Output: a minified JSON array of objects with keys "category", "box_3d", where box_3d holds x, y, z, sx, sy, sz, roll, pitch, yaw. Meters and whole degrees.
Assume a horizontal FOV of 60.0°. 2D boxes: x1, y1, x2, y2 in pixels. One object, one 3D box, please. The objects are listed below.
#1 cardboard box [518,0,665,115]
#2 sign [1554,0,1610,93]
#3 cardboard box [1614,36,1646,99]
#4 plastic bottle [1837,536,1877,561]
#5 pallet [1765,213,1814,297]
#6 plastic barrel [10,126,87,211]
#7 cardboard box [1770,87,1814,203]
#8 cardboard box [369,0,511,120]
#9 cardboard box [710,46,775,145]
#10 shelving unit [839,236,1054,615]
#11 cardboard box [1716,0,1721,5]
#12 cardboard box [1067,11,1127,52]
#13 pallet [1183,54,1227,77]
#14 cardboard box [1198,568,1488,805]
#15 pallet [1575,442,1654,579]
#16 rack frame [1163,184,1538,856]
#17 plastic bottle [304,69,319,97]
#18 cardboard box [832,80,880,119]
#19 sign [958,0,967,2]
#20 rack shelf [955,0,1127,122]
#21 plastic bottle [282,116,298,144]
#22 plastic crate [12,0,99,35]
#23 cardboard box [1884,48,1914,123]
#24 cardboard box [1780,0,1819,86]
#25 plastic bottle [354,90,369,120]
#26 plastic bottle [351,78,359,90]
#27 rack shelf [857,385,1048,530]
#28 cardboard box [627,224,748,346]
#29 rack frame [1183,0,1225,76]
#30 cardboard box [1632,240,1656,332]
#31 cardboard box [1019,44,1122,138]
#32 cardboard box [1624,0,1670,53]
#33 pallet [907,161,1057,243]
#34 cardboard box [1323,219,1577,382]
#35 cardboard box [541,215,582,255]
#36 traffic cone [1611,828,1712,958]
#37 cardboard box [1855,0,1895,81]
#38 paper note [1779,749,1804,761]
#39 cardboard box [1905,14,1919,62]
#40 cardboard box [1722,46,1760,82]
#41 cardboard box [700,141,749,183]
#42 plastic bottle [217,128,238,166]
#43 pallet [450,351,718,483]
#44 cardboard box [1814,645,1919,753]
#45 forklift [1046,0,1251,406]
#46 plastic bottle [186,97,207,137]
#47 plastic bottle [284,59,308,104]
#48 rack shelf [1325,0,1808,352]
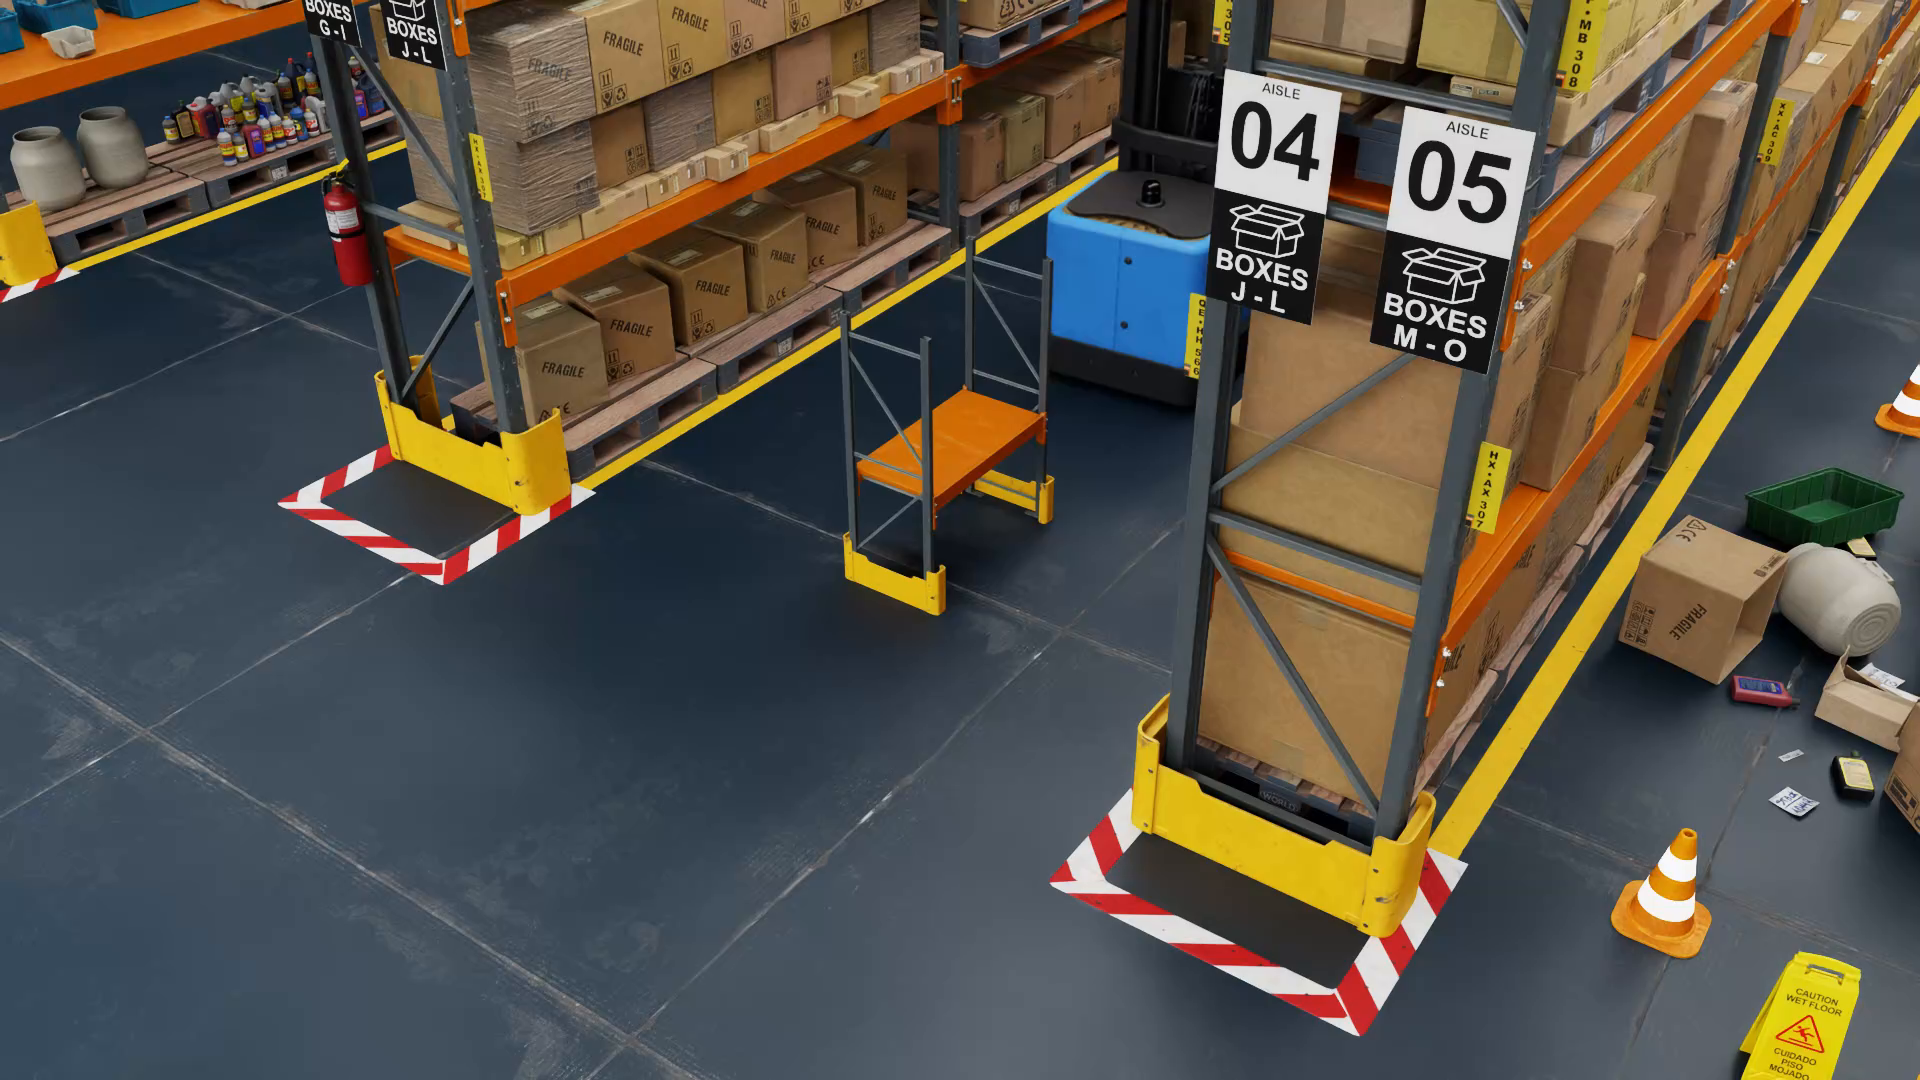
[{"category":"cardboard box","box_3d":[-1.902,-2.562,8.613,0.500,0.500,0.500,21,39,28]},{"category":"sign","box_3d":[1.739,-1.415,4.637,0.100,0.325,0.005,21,39,28]},{"category":"cardboard box","box_3d":[2.034,-1.600,5.521,0.380,0.149,0.250,21,40,28]},{"category":"plastic bottle","box_3d":[4.650,0.028,8.655,0.133,0.061,0.283,3,34,4]},{"category":"pallet","box_3d":[5.337,-2.146,11.735,1.003,0.211,1.213,21,39,28]},{"category":"plastic barrel","box_3d":[-6.487,-2.641,11.824,0.421,0.512,0.421,0,34,0]},{"category":"cardboard box","box_3d":[4.376,-2.229,9.279,0.500,0.500,0.500,22,40,29]},{"category":"cardboard box","box_3d":[-2.620,-2.500,8.521,0.500,0.500,0.500,21,39,28]},{"category":"cardboard box","box_3d":[-1.592,-2.709,9.723,0.875,0.500,0.500,21,39,28]},{"category":"shelving unit","box_3d":[-0.043,-0.586,8.278,0.587,1.500,1.083,21,39,28]},{"category":"cardboard box","box_3d":[2.753,-2.180,6.379,0.380,0.149,0.250,21,39,28]},{"category":"cardboard box","box_3d":[1.180,-4.163,13.397,0.500,0.250,0.500,26,42,33]},{"category":"pallet","box_3d":[2.343,-4.454,15.148,1.003,0.211,1.213,21,39,28]},{"category":"cardboard box","box_3d":[1.619,0.415,6.980,0.875,0.875,0.875,21,40,28]},{"category":"pallet","box_3d":[3.070,-0.319,9.033,1.003,0.211,1.213,21,39,28]},{"category":"rack frame","box_3d":[1.287,0.042,6.010,1.000,3.000,0.127,21,39,28]},{"category":"plastic bottle","box_3d":[-5.303,-3.719,13.615,0.097,0.271,0.097,0,34,0]},{"category":"cardboard box","box_3d":[-0.724,-2.774,10.399,0.380,0.149,0.250,21,39,28]},{"category":"sign","box_3d":[0.001,-3.618,10.650,0.100,0.325,0.005,21,39,28]},{"category":"rack shelf","box_3d":[0.691,-4.052,12.706,1.077,0.370,4.000,21,39,28]},{"category":"plastic bottle","box_3d":[-5.201,-3.178,12.877,0.097,0.201,0.097,0,34,0]},{"category":"plastic crate","box_3d":[-6.385,-3.732,11.724,0.499,0.251,0.408,21,39,28]},{"category":"cardboard box","box_3d":[7.325,-3.727,13.440,0.500,0.500,0.500,20,39,27]},{"category":"cardboard box","box_3d":[4.426,-2.955,9.460,0.700,0.500,0.500,22,40,29]},{"category":"plastic bottle","box_3d":[-4.817,-3.504,13.285,0.061,0.283,0.133,24,41,31]},{"category":"plastic bottle","box_3d":[-4.894,-3.625,13.471,0.152,0.276,0.135,21,39,28]},{"category":"rack shelf","box_3d":[-0.049,-0.433,8.373,0.538,0.185,1.000,21,39,28]},{"category":"cardboard box","box_3d":[-1.675,-1.577,10.261,0.500,0.500,0.500,25,42,32]},{"category":"rack frame","box_3d":[1.831,-5.270,13.866,1.000,3.000,0.127,21,39,28]},{"category":"cardboard box","box_3d":[2.667,-1.216,7.737,0.875,0.550,0.550,21,39,28]},{"category":"cardboard box","box_3d":[0.842,-3.580,13.205,0.700,0.500,0.500,25,41,32]},{"category":"cardboard box","box_3d":[2.061,-1.851,5.536,0.500,0.250,0.500,21,39,28]},{"category":"pallet","box_3d":[-0.007,-2.633,12.455,1.003,0.211,1.213,21,39,28]},{"category":"cardboard box","box_3d":[1.768,-0.908,6.318,0.875,0.550,0.550,21,39,28]},{"category":"cardboard box","box_3d":[-2.214,-1.649,8.734,0.380,0.149,0.250,21,39,28]},{"category":"traffic cone","box_3d":[2.756,1.302,6.412,0.336,0.463,0.334,21,39,28]},{"category":"cardboard box","box_3d":[5.812,-3.388,10.993,0.500,0.500,0.500,21,39,28]},{"category":"paper note","box_3d":[3.667,0.951,7.335,0.123,0.001,0.032,-15,37,-21]},{"category":"cardboard box","box_3d":[7.318,-4.026,13.213,0.500,0.250,0.500,19,39,26]},{"category":"cardboard box","box_3d":[3.329,-2.149,8.153,0.875,0.550,0.550,21,39,28]},{"category":"cardboard box","box_3d":[-1.437,-2.199,9.548,0.380,0.149,0.250,21,39,28]},{"category":"plastic bottle","box_3d":[-5.509,-2.958,12.489,0.097,0.271,0.097,0,34,0]},{"category":"pallet","box_3d":[-2.195,-0.831,9.791,1.003,0.211,1.213,21,39,28]},{"category":"cardboard box","box_3d":[4.100,0.713,7.459,0.396,0.266,0.258,29,44,36]},{"category":"forklift","box_3d":[1.679,-2.800,10.274,1.130,2.935,3.031,18,38,25]},{"category":"plastic bottle","box_3d":[-5.946,-3.317,13.016,0.152,0.276,0.135,22,40,29]},{"category":"plastic bottle","box_3d":[-5.427,-3.771,13.620,0.144,0.351,0.185,20,39,26]},{"category":"rack shelf","box_3d":[2.427,-1.823,6.732,1.077,0.370,4.000,21,39,28]}]
